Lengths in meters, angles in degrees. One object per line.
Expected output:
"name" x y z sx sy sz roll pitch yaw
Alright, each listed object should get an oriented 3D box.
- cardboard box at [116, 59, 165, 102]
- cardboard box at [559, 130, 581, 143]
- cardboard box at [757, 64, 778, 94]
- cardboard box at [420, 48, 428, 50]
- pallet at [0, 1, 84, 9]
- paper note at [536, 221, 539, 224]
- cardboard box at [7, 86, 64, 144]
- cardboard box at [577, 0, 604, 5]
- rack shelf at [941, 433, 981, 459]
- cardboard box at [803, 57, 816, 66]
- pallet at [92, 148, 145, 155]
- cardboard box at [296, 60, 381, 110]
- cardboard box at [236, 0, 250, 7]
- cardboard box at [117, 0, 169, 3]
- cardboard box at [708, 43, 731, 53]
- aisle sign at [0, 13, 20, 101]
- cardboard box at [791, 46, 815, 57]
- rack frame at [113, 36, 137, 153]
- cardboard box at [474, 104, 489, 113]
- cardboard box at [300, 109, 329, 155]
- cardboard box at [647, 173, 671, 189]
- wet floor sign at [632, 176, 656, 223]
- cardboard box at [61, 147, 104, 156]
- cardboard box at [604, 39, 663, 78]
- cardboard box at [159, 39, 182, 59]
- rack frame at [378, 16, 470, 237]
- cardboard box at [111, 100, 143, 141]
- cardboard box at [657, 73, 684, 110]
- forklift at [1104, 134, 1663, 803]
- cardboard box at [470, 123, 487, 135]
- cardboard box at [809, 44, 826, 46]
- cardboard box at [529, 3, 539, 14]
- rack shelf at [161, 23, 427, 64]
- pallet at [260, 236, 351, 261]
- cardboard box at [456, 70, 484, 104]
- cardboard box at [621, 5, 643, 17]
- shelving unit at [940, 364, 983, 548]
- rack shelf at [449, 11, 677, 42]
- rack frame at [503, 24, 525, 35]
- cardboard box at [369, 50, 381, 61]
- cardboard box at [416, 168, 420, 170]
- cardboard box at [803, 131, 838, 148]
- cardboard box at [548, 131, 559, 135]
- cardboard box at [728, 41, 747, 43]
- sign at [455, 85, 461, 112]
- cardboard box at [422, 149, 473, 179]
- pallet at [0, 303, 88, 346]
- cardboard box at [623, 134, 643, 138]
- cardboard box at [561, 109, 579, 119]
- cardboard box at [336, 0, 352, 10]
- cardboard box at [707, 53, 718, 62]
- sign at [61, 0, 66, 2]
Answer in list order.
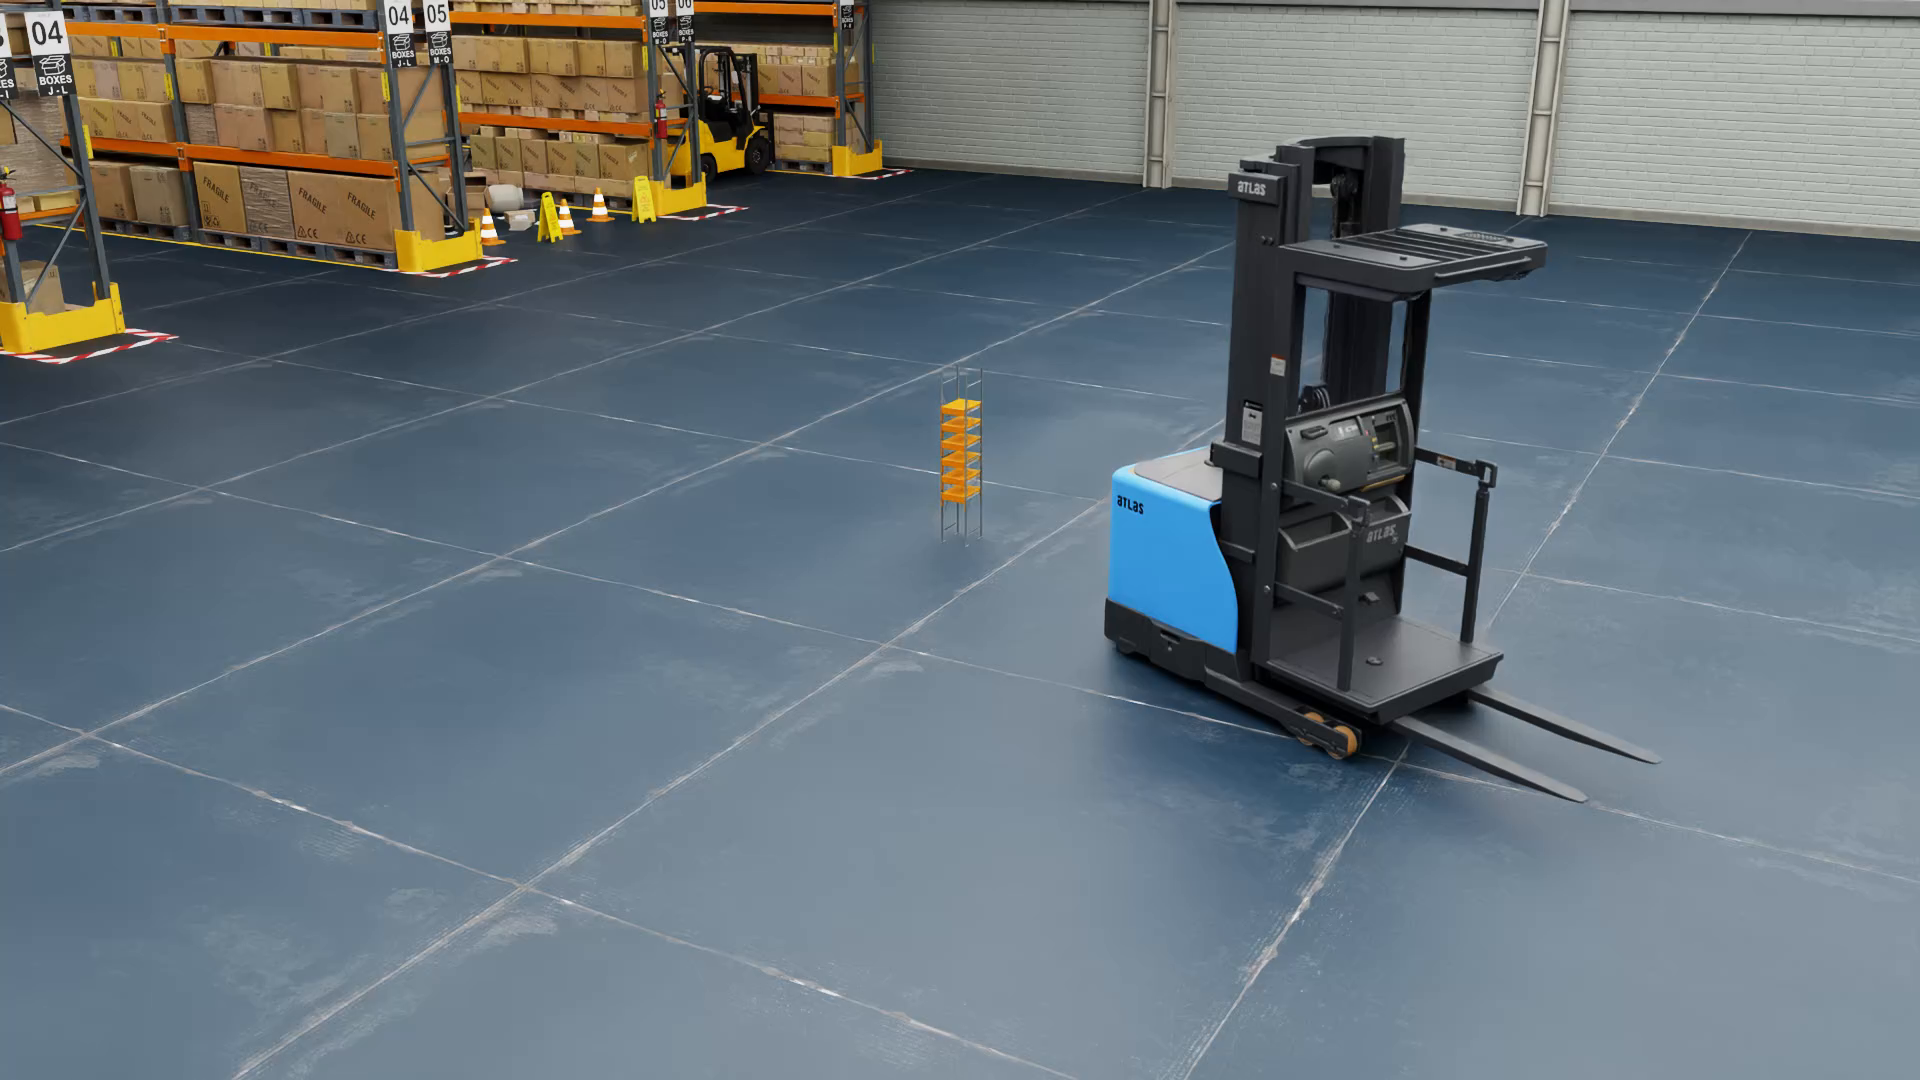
"cardboard box" -10.932 -6.242 22.562 0.500 0.500 0.700 10 22 26
"cardboard box" -5.855 -6.131 25.233 0.250 0.149 0.380 12 23 30
"cardboard box" -3.264 -8.088 29.117 0.500 0.500 0.500 10 22 26
"cardboard box" -8.852 -7.767 27.180 0.500 0.500 0.500 11 22 27
"pallet" -12.950 -7.455 23.396 1.003 0.211 1.213 12 23 30
"paper note" -6.024 -4.554 23.874 0.142 0.019 0.148 3 20 9
"cardboard box" -9.408 -4.264 16.672 0.500 0.500 0.500 11 23 27
"cardboard box" -5.238 -7.957 24.288 0.500 0.250 0.500 10 22 27
"rack shelf" 0.013 -0.633 11.128 0.180 0.103 0.258 11 23 27
"cardboard box" -2.487 -8.223 28.537 0.250 0.149 0.380 11 23 28
"pallet" -15.330 -7.219 30.958 1.213 0.211 1.003 11 23 27
"cardboard box" -7.807 -5.743 20.996 0.550 0.550 0.875 11 23 27
"cardboard box" -8.781 -6.723 20.708 0.250 0.149 0.380 11 23 27
"cardboard box" -10.741 -7.214 21.911 0.500 0.250 0.500 11 23 28
"cardboard box" -4.255 -8.714 29.455 0.250 0.149 0.380 10 22 26
"aisle sign" -9.153 -4.557 15.717 0.004 0.787 0.394 11 23 27
"cardboard box" -2.698 -8.419 28.642 0.250 0.149 0.380 11 23 28
"rack frame" -14.704 -8.380 30.069 0.127 3.000 1.000 11 23 27
"cardboard box" -7.356 -6.758 25.964 0.250 0.149 0.380 12 23 29
"cardboard box" -7.818 -5.229 21.161 0.550 0.550 0.875 11 23 27
"cardboard box" -4.797 -5.506 25.562 0.500 0.250 0.500 11 22 27
"wet floor sign" -4.584 -4.928 24.004 0.267 0.644 0.232 -16 26 -38
"cardboard box" -13.050 -5.237 24.086 0.750 0.750 1.050 10 22 27
"cardboard box" -4.780 -7.062 24.385 0.500 0.500 0.700 10 22 26
"cardboard box" -13.566 -8.578 29.002 0.500 0.500 0.500 10 22 26
"rack frame" -6.554 -4.894 20.459 0.127 3.000 1.000 11 23 27
"cardboard box" -11.073 -5.698 22.527 0.500 0.500 0.500 11 22 27
"cardboard box" -4.506 -6.733 24.945 0.500 0.500 0.500 10 22 26
"forklift" 2.132 -0.469 8.359 1.130 2.935 3.031 -15 25 -35
"cardboard box" -9.269 -8.222 32.683 0.500 0.500 0.500 12 23 29
"cardboard box" -2.449 -8.568 29.051 0.250 0.149 0.380 11 23 28
"cardboard box" -6.220 -7.960 24.880 0.250 0.149 0.380 11 23 28
"rack shelf" -8.300 -6.299 20.987 4.000 0.370 1.077 11 23 27
"pallet" -8.351 -3.896 21.797 1.213 0.211 1.003 11 23 27
"cardboard box" -7.472 -7.081 25.904 0.500 0.500 0.500 11 23 27
"cardboard box" -4.676 -7.653 24.033 0.250 0.149 0.380 11 23 28
"shelving unit" 0.013 -0.562 11.154 0.189 1.200 0.258 11 23 27
"rack shelf" -5.974 -7.789 25.096 4.000 0.370 1.077 11 23 27
"rack frame" -8.795 -9.194 32.311 0.127 3.000 1.000 11 23 27
"cardboard box" -9.116 -7.613 26.754 0.500 0.500 0.500 12 23 29
"cardboard box" -8.562 -5.696 25.224 0.500 0.500 0.500 11 23 27
"cardboard box" -2.388 -6.991 28.922 0.500 0.250 0.500 10 22 27
"cardboard box" -6.628 -6.205 26.388 0.500 0.500 0.500 11 23 28
"cardboard box" -3.974 -8.891 29.942 0.250 0.149 0.380 10 22 26
"sign" -6.278 -5.503 20.751 0.005 0.325 0.100 11 23 27
"cardboard box" -8.179 -6.099 27.017 0.625 0.372 0.950 11 23 28
"pallet" -9.819 -2.282 17.347 1.213 0.211 1.003 11 23 27
"cardboard box" -5.764 -7.693 31.040 0.625 0.625 0.875 12 23 30
"cardboard box" -5.810 -6.457 25.136 0.250 0.149 0.380 11 22 27
"cardboard box" -7.229 -6.427 19.892 0.250 0.149 0.380 11 23 28
"cardboard box" -4.277 -8.564 29.478 0.250 0.149 0.380 11 22 27
"sign" -8.797 -5.417 16.220 0.005 0.325 0.100 11 23 27
